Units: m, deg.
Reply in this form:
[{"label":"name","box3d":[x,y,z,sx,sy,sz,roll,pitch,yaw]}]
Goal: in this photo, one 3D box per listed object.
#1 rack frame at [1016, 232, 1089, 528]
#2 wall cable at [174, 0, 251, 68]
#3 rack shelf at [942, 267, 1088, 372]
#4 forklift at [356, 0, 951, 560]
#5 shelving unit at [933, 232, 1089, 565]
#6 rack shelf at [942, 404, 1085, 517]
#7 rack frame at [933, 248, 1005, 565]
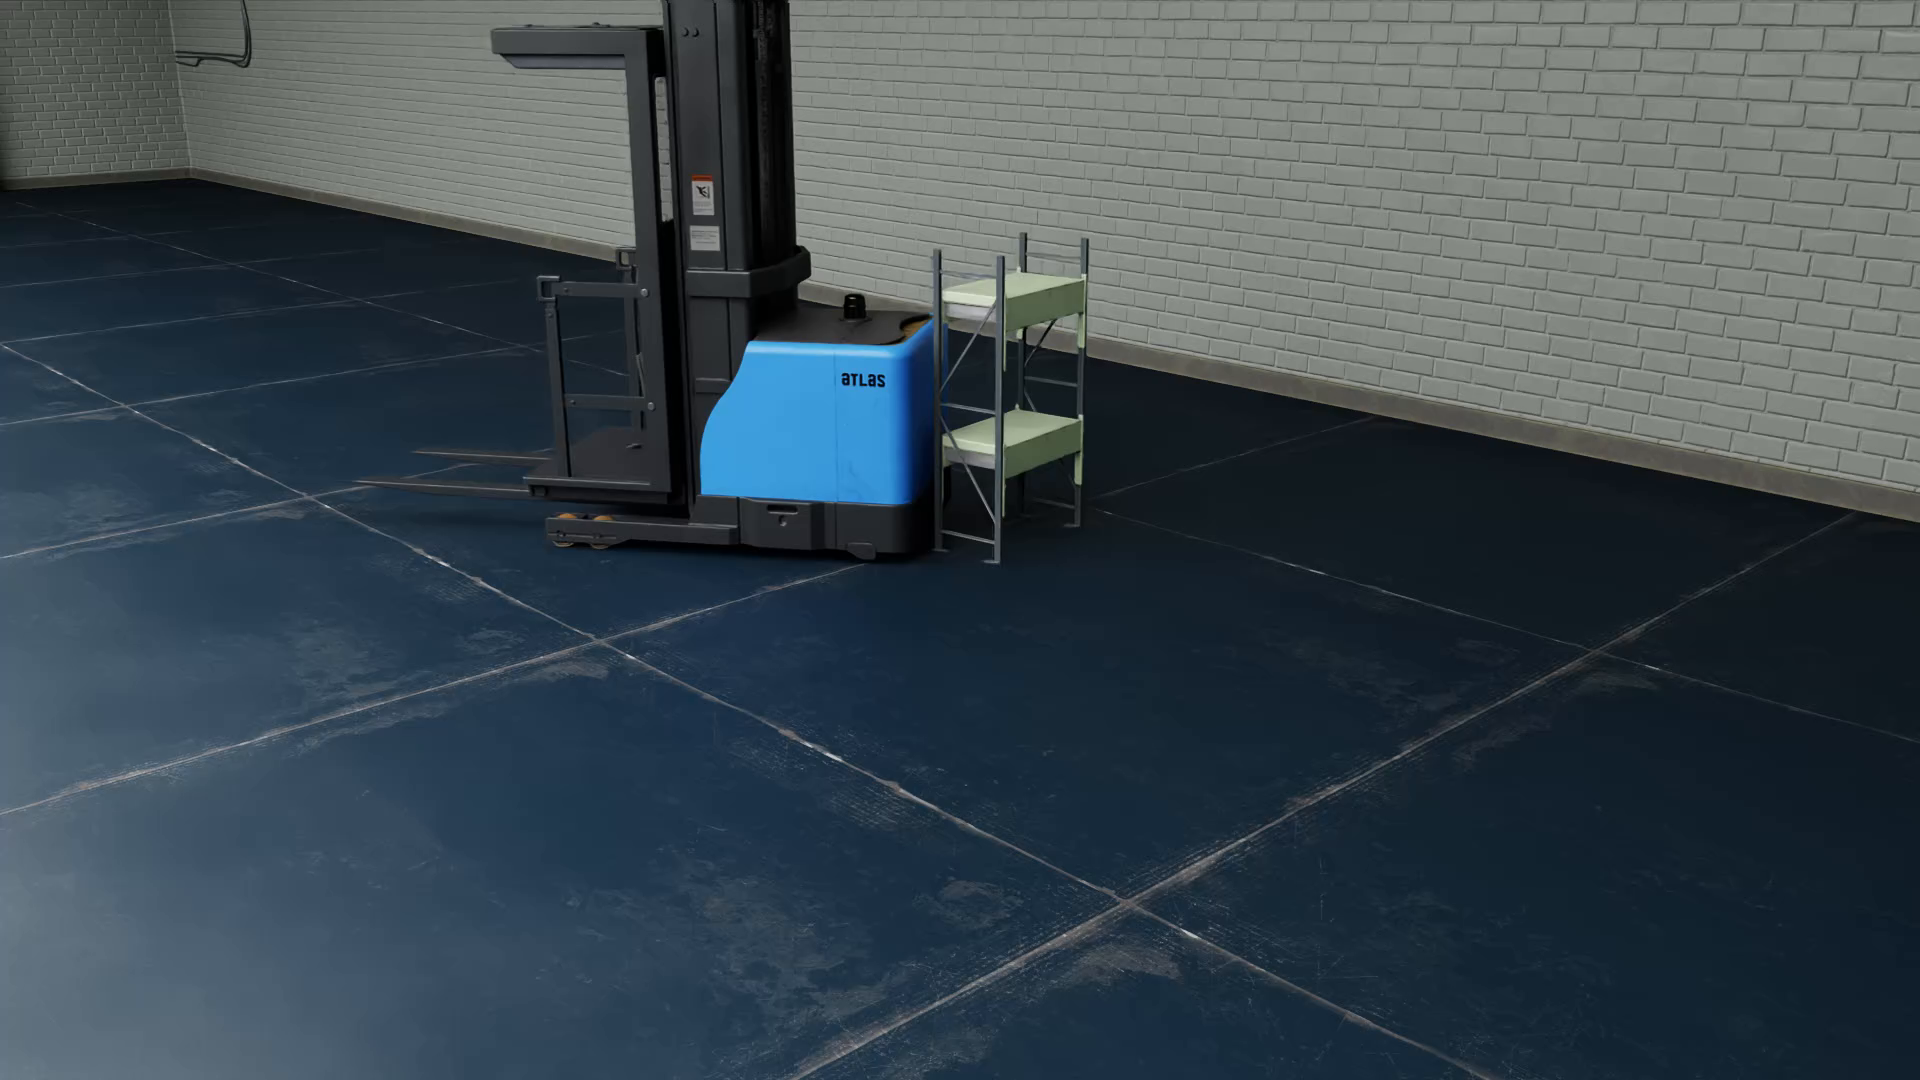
[{"label":"rack frame","box3d":[0.470,-0.813,8.561,0.400,1.500,0.023,13,22,34]},{"label":"wall cable","box3d":[-10.971,-8.110,23.943,0.112,2.526,3.097,-16,24,-41]},{"label":"rack shelf","box3d":[0.255,-1.093,8.159,0.431,0.370,0.720,13,22,34]},{"label":"forklift","box3d":[-1.618,-1.502,8.365,3.031,2.935,1.130,3,18,10]},{"label":"shelving unit","box3d":[0.255,-0.722,8.280,0.431,1.500,0.755,13,22,34]},{"label":"rack shelf","box3d":[0.255,-0.412,8.380,0.431,0.370,0.720,13,22,34]},{"label":"rack frame","box3d":[0.040,-0.631,7.998,0.400,1.500,0.023,13,22,34]}]
